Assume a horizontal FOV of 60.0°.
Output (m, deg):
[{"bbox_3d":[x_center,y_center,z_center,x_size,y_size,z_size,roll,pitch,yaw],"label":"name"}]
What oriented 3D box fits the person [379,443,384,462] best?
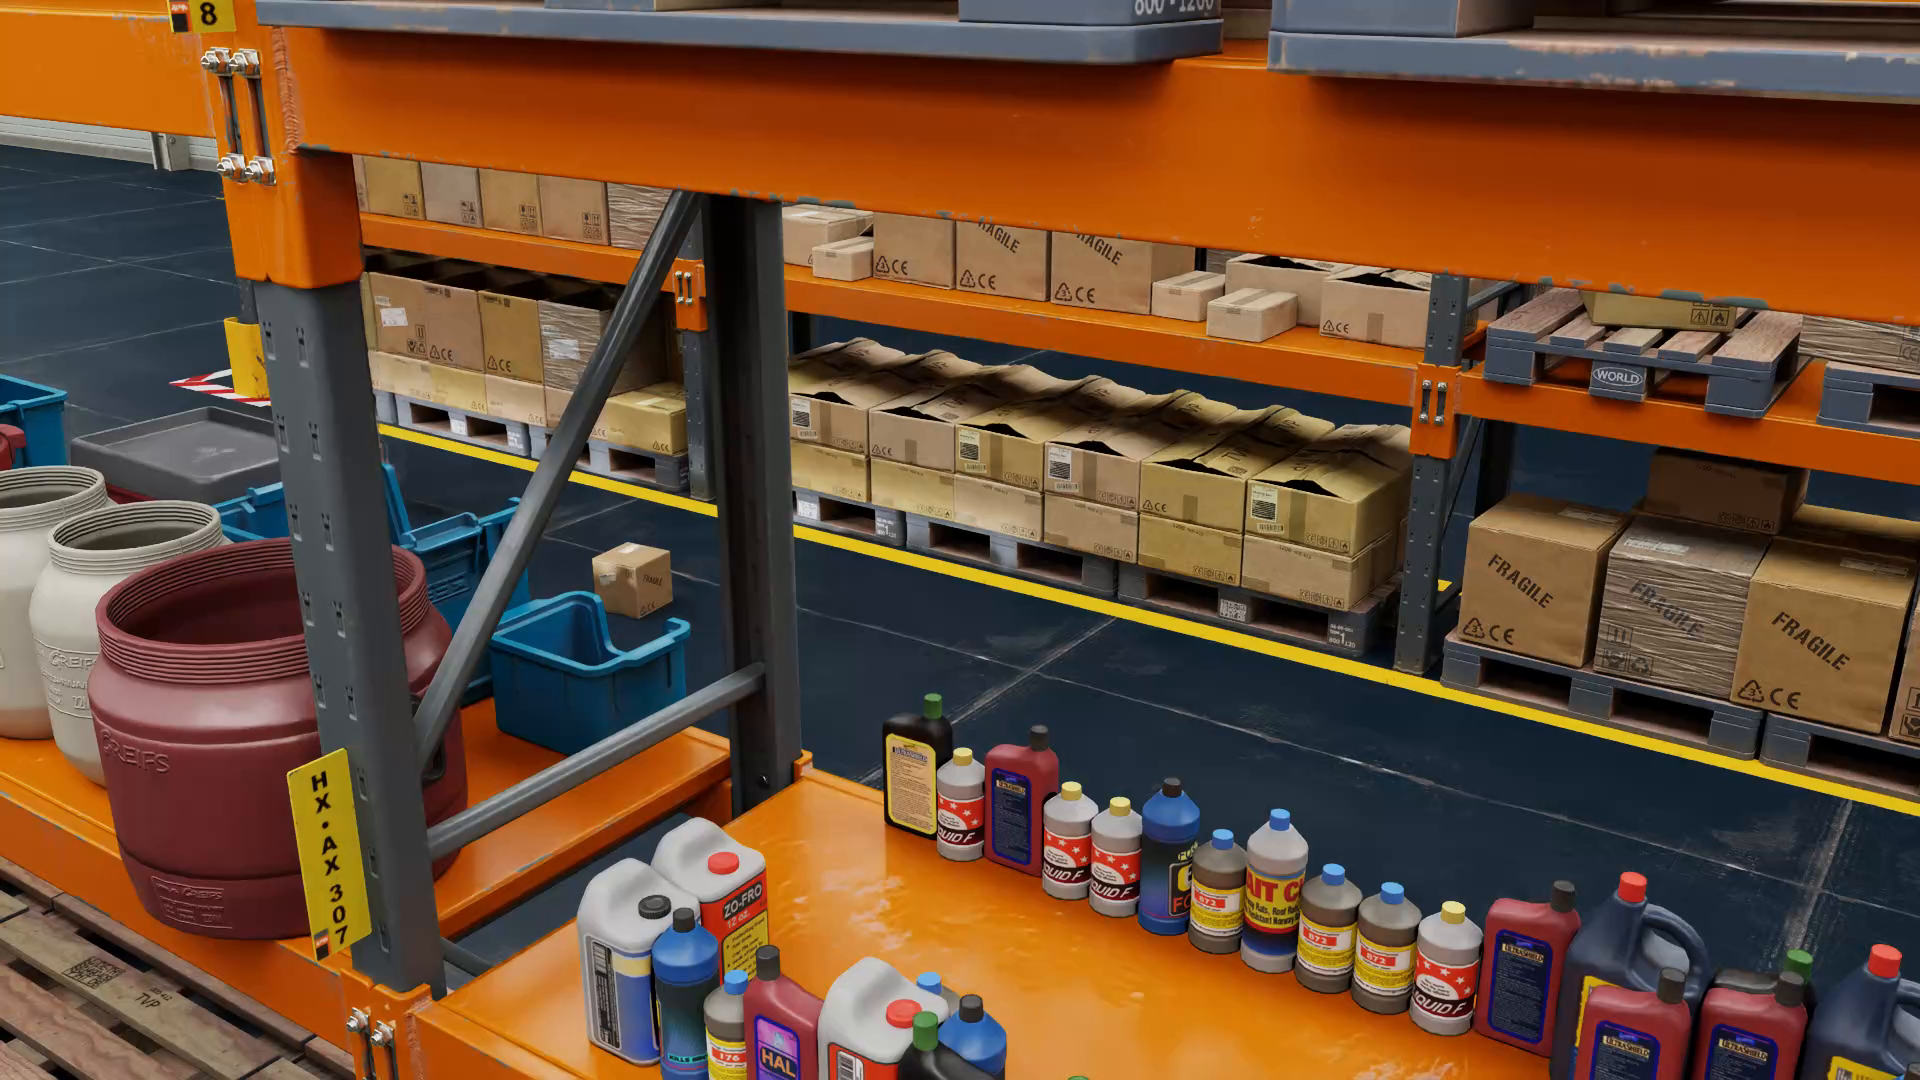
[{"bbox_3d":[-3.418,-1.045,8.911,0.549,1.647,0.456,15,24,35],"label":"person"}]
